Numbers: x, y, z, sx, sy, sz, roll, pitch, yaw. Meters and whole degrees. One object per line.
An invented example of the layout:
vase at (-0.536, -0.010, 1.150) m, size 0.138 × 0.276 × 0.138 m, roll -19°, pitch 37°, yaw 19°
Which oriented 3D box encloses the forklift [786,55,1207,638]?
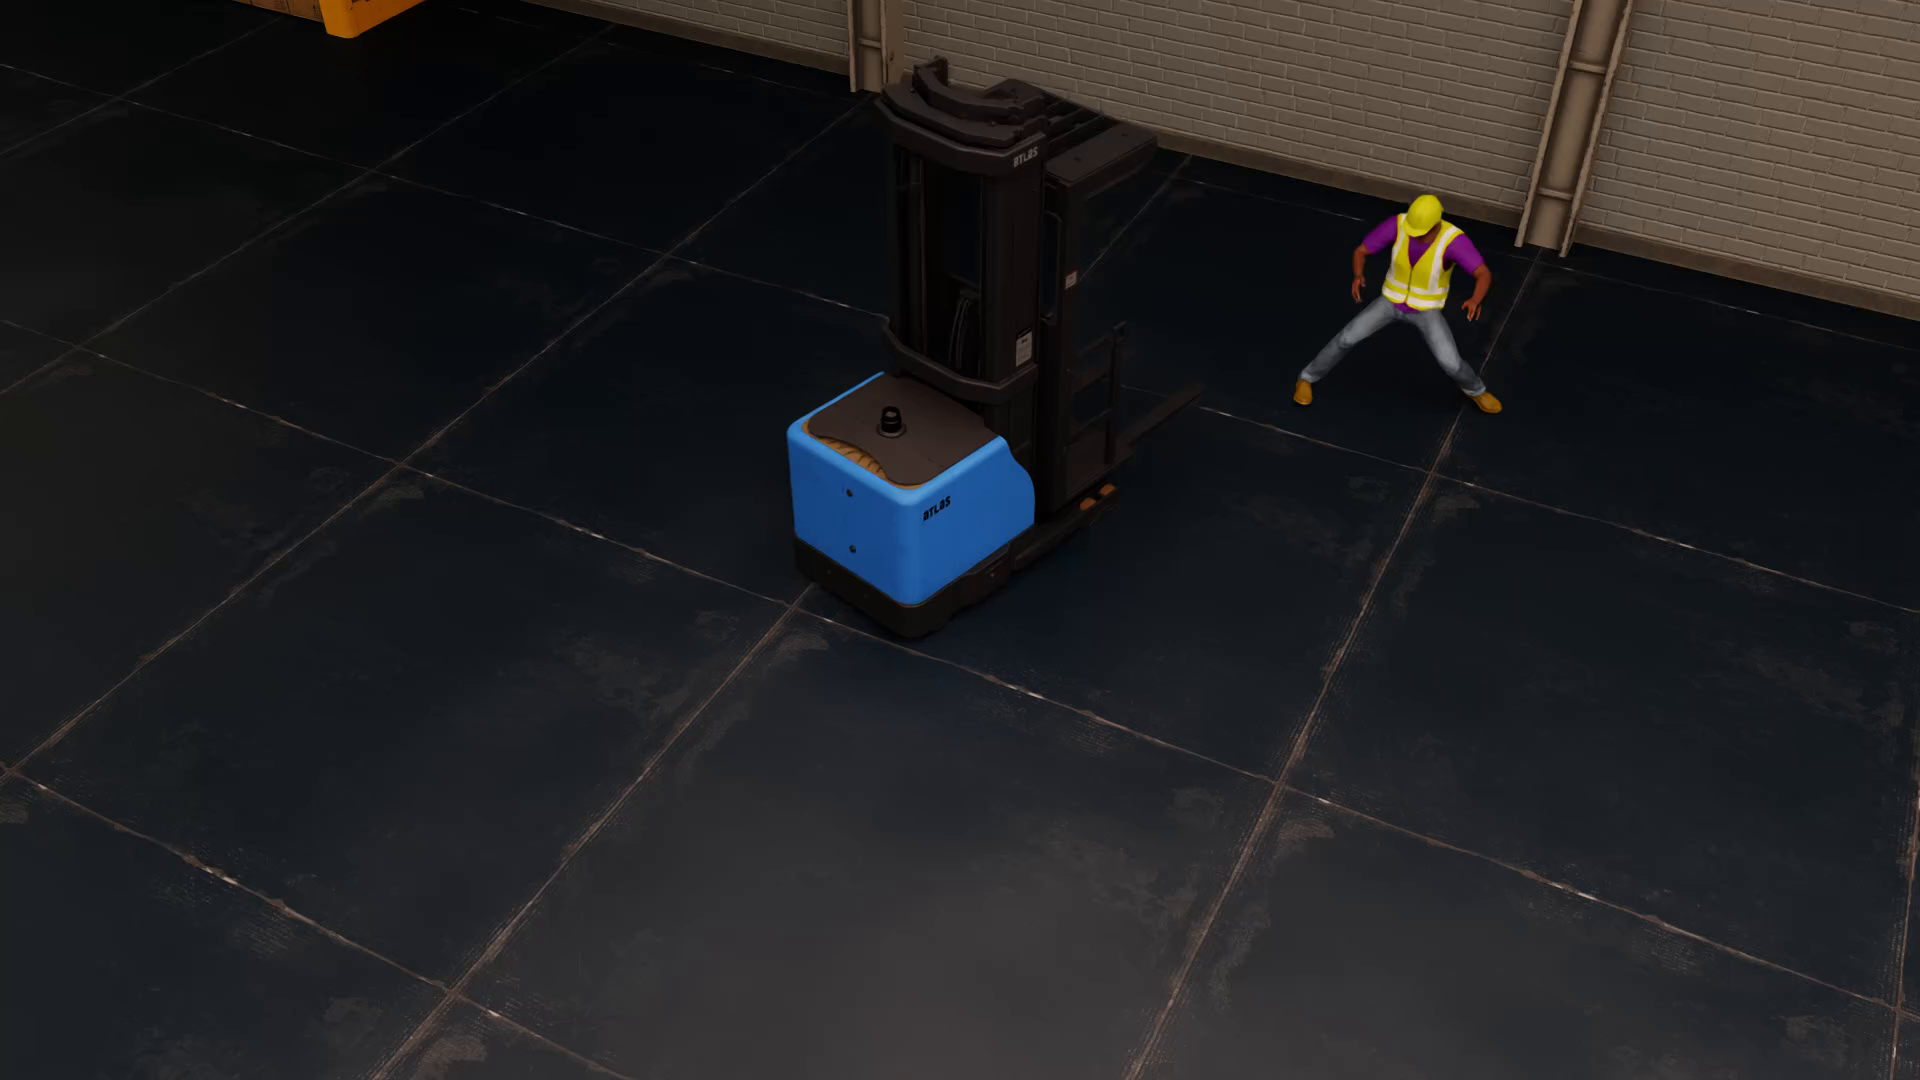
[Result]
forklift at (0.378, -1.421, 9.674) m, size 1.130 × 2.935 × 3.031 m, roll 31°, pitch 49°, yaw 31°

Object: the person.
person at (2.964, -1.511, 10.852) m, size 1.316 × 1.552 × 0.773 m, roll 23°, pitch 45°, yaw 25°
